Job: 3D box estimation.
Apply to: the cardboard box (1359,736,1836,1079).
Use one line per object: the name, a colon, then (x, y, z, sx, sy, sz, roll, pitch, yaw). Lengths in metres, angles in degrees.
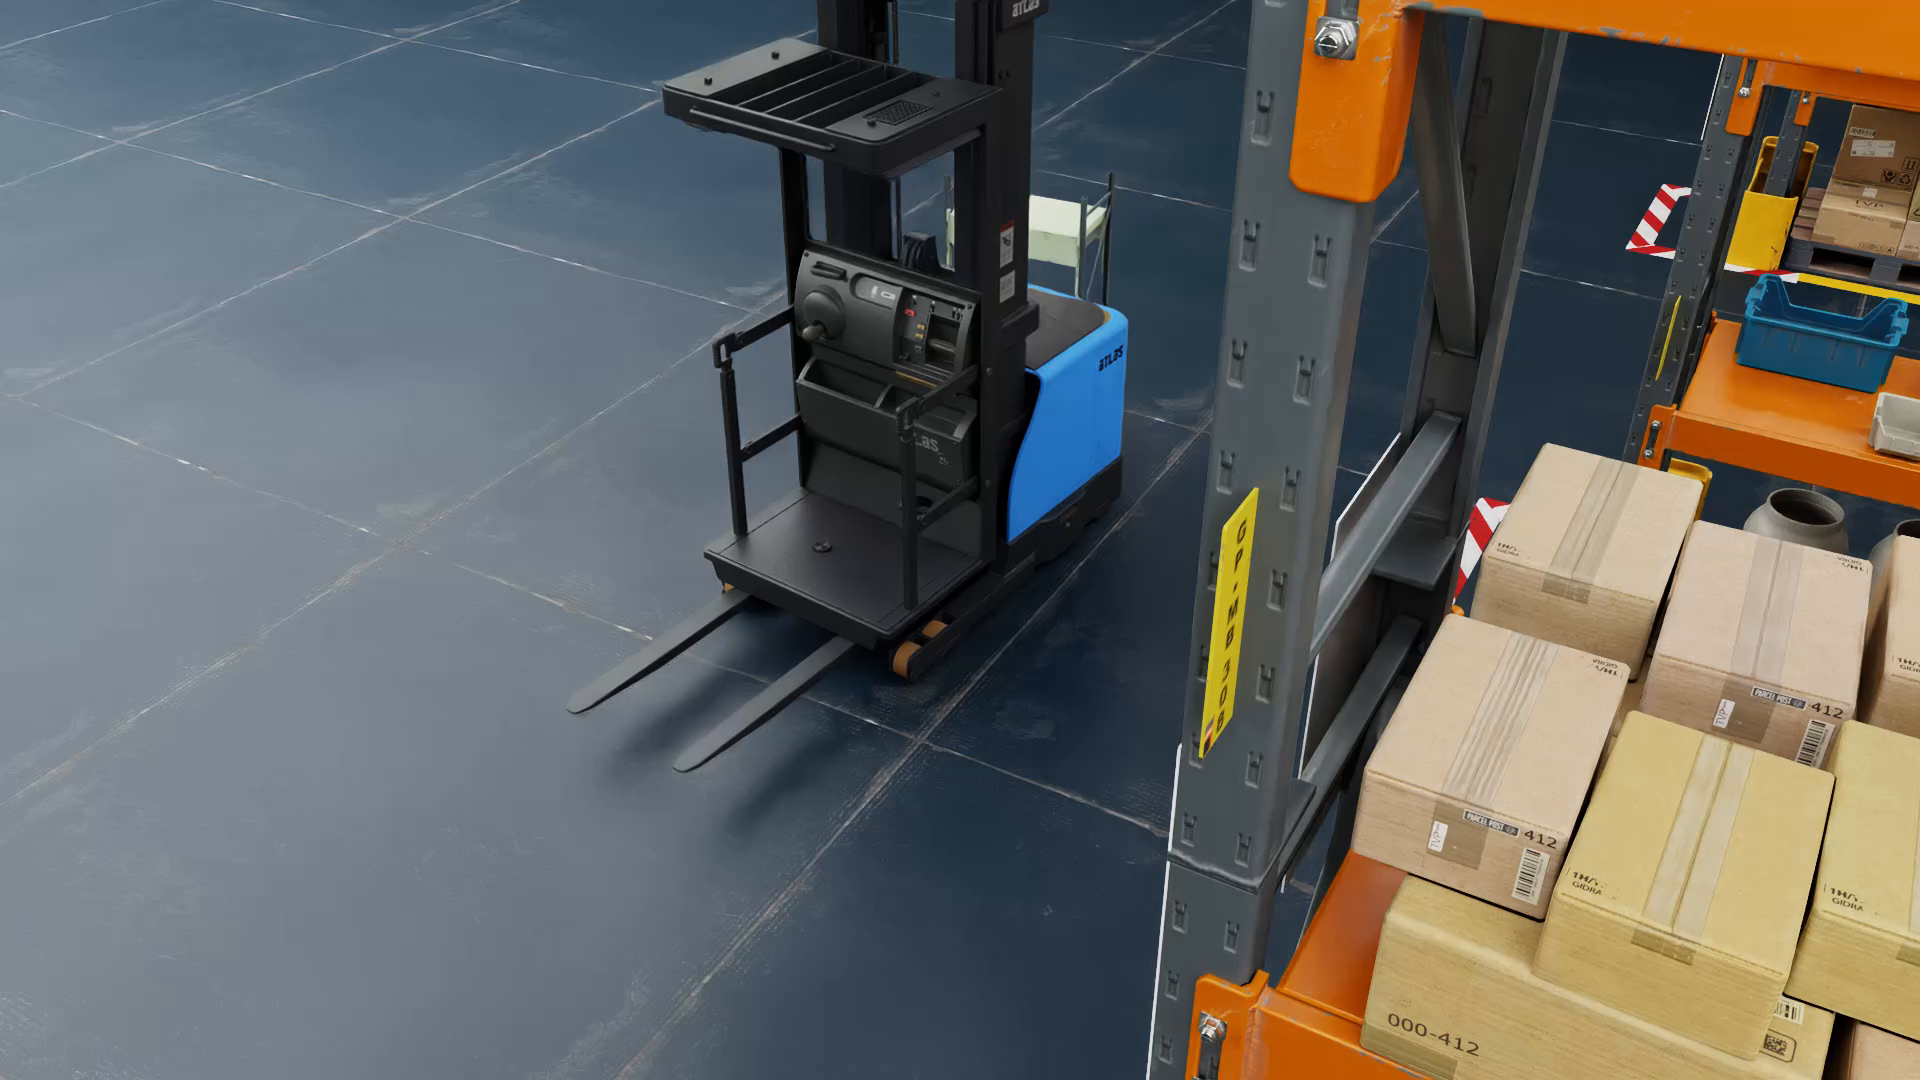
cardboard box: (0.867, 0.520, 2.191, 0.500, 0.250, 0.500, 19, 38, 26)

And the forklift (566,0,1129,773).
forklift: (-0.454, -0.912, 6.976, 1.130, 2.935, 3.031, 22, 40, 29)

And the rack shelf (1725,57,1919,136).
rack shelf: (4.771, -1.333, 5.488, 4.000, 0.370, 1.077, 18, 37, 24)

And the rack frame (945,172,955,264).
rack frame: (0.019, -1.293, 8.838, 0.023, 1.500, 0.400, 15, 36, 21)

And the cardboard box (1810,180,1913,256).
cardboard box: (5.850, -2.092, 10.787, 0.500, 0.250, 0.500, 18, 37, 24)

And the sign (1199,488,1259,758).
sign: (0.307, 0.099, 1.901, 0.005, 0.325, 0.100, 18, 37, 24)

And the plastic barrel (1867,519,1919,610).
plastic barrel: (4.079, 0.209, 7.096, 0.421, 0.512, 0.421, 0, 34, 0)

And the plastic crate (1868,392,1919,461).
plastic crate: (3.651, -0.423, 6.417, 0.250, 0.136, 0.298, 18, 37, 24)

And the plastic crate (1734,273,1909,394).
plastic crate: (3.617, -0.878, 6.997, 0.616, 0.251, 0.499, 18, 37, 24)

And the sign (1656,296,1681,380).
sign: (2.757, -0.785, 6.474, 0.005, 0.325, 0.100, 18, 37, 24)

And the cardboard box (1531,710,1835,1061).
cardboard box: (0.878, 0.403, 2.009, 0.250, 0.149, 0.380, 18, 38, 25)

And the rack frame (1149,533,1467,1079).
rack frame: (0.577, 1.450, 3.367, 0.127, 3.000, 1.000, 18, 37, 24)

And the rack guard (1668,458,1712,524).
rack guard: (3.123, 0.105, 7.641, 0.348, 0.500, 1.175, 18, 37, 24)

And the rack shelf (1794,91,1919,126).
rack shelf: (7.232, -2.467, 9.897, 4.000, 0.370, 1.077, 18, 37, 24)

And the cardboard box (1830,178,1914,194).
cardboard box: (6.107, -2.341, 11.162, 0.500, 0.250, 0.500, 18, 37, 24)

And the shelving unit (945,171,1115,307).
shelving unit: (0.349, -1.205, 8.706, 0.755, 1.500, 0.431, 15, 36, 21)

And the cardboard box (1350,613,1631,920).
cardboard box: (0.701, 0.285, 2.186, 0.250, 0.149, 0.380, 17, 37, 24)

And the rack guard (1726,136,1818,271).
rack guard: (5.474, -2.283, 11.227, 0.348, 0.500, 1.175, 18, 37, 24)

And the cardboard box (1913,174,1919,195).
cardboard box: (6.547, -2.210, 10.964, 0.500, 0.250, 0.500, 18, 37, 24)

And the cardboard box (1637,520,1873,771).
cardboard box: (1.140, 0.152, 2.385, 0.250, 0.149, 0.380, 16, 37, 23)

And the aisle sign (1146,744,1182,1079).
aisle sign: (0.374, 0.495, 2.455, 0.004, 0.787, 0.394, 18, 37, 24)

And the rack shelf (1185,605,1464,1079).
rack shelf: (2.313, 1.051, 1.909, 4.000, 0.370, 1.077, 18, 37, 24)

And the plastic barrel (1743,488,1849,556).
plastic barrel: (3.643, 0.071, 7.303, 0.421, 0.512, 0.421, 0, 34, 0)

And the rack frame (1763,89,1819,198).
rack frame: (5.495, -3.316, 10.524, 0.127, 3.000, 1.000, 18, 37, 24)

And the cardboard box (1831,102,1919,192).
cardboard box: (6.108, -2.655, 10.955, 0.500, 0.500, 0.500, 18, 37, 24)

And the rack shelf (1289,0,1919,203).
rack shelf: (2.313, -0.197, 1.078, 4.000, 0.370, 1.077, 18, 37, 24)

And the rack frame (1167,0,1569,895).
rack frame: (0.577, -1.047, 1.704, 0.127, 3.000, 1.000, 18, 37, 24)

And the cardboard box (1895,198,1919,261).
cardboard box: (6.286, -1.956, 10.584, 0.500, 0.250, 0.500, 18, 37, 24)

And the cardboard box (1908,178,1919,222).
cardboard box: (6.285, -2.268, 10.375, 0.500, 0.500, 0.500, 18, 37, 24)

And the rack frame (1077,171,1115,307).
rack frame: (0.679, -1.117, 8.573, 0.023, 1.500, 0.400, 15, 36, 21)

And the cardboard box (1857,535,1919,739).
cardboard box: (1.432, 0.174, 2.351, 0.250, 0.149, 0.380, 16, 37, 22)

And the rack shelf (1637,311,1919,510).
rack shelf: (4.771, -0.084, 6.319, 4.000, 0.370, 1.077, 18, 37, 24)

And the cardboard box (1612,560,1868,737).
cardboard box: (1.121, 0.274, 2.561, 0.500, 0.250, 0.500, 18, 38, 25)

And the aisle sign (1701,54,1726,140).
aisle sign: (2.826, -1.895, 6.043, 0.004, 0.787, 0.394, 18, 37, 24)

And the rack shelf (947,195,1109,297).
rack shelf: (0.349, -1.530, 8.489, 0.720, 0.370, 0.431, 15, 36, 21)

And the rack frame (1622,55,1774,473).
rack frame: (3.034, -0.934, 6.946, 0.127, 3.000, 1.000, 18, 37, 24)

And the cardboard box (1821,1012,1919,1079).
cardboard box: (1.317, 0.659, 1.983, 0.500, 0.250, 0.500, 17, 37, 23)

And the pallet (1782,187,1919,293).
pallet: (6.180, -1.966, 11.011, 1.213, 0.211, 1.003, 18, 37, 24)

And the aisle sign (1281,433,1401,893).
aisle sign: (0.672, 0.206, 2.889, 0.004, 0.787, 0.394, 18, 37, 24)

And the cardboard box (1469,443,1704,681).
cardboard box: (0.972, 0.024, 2.577, 0.250, 0.149, 0.380, 18, 37, 24)

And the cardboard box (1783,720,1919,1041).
cardboard box: (1.158, 0.413, 1.993, 0.250, 0.149, 0.380, 17, 37, 24)
